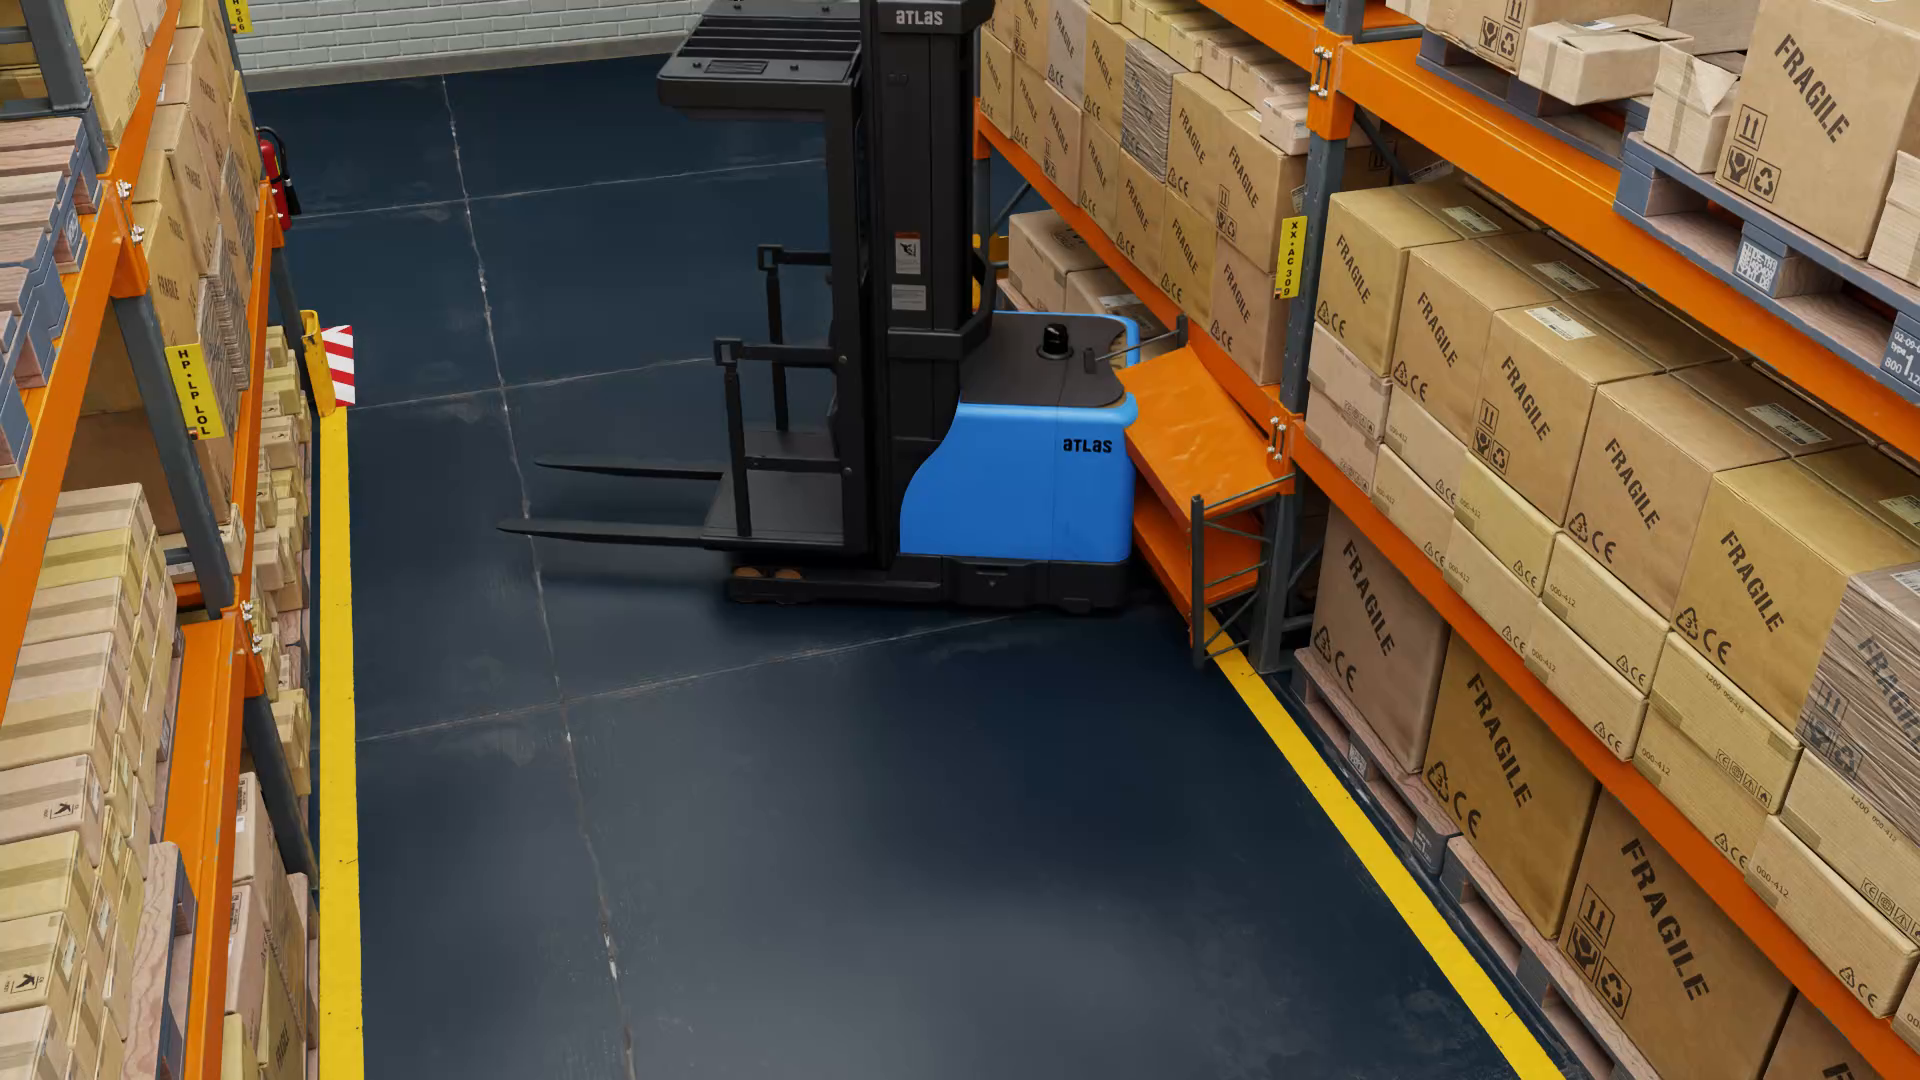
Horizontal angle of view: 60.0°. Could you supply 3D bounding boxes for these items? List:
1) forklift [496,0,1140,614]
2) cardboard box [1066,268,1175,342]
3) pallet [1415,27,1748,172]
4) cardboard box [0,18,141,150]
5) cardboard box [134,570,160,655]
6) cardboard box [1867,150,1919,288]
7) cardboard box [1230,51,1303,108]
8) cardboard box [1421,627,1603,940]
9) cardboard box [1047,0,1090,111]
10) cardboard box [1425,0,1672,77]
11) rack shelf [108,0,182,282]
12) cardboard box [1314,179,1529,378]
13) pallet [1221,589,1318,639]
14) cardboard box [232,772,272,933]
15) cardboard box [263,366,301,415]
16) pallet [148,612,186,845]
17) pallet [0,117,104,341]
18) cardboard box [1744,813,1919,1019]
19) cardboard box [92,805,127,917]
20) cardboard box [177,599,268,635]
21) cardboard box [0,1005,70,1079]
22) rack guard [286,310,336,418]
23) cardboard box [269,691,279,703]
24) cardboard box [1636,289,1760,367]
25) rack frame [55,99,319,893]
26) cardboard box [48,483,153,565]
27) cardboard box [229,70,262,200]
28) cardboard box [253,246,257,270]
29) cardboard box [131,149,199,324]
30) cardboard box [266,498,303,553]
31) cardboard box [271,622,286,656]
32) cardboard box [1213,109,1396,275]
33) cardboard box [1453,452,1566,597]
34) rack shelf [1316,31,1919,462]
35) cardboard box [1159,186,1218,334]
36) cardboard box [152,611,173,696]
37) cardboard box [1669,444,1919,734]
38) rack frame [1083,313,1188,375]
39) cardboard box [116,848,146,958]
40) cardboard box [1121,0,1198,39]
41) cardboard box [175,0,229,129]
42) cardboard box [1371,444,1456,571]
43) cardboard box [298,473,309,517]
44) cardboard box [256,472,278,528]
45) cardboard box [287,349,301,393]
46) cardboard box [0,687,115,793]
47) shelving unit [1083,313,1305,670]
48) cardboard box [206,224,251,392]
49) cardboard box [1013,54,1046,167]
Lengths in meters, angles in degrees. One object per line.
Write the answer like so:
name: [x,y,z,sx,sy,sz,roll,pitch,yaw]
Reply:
forklift: [-0.681,-1.206,7.417,3.031,2.935,1.130,3,34,4]
cardboard box: [1.141,-1.162,9.232,0.875,0.438,0.875,-9,35,-13]
pallet: [2.104,-1.463,5.197,0.805,0.209,1.217,-11,35,-17]
cardboard box: [-2.796,-1.356,4.996,0.500,0.250,0.500,-8,34,-12]
cardboard box: [-2.515,0.240,4.743,0.380,0.149,0.250,-10,35,-14]
cardboard box: [2.244,-0.700,3.608,0.396,0.266,0.258,-11,35,-16]
cardboard box: [1.336,-1.892,6.806,0.380,0.149,0.250,-10,35,-15]
cardboard box: [2.325,0.731,5.969,0.875,0.875,0.875,-9,35,-13]
cardboard box: [0.761,-2.485,8.292,0.500,0.500,0.500,-10,35,-15]
cardboard box: [1.770,-1.722,4.942,0.500,0.500,0.500,-11,35,-16]
rack shelf: [-3.516,-1.881,6.307,1.077,0.370,4.000,-10,35,-15]
cardboard box: [1.638,-0.944,5.961,0.500,0.500,0.500,-10,35,-14]
pallet: [1.620,-0.014,8.080,1.003,0.211,1.213,-10,35,-15]
cardboard box: [-2.438,1.024,5.186,0.500,0.250,0.500,-11,35,-16]
cardboard box: [-3.502,-0.722,8.287,0.380,0.149,0.250,-11,35,-16]
pallet: [-2.812,0.626,4.755,1.003,0.211,1.213,-10,35,-15]
pallet: [-2.819,-0.710,4.054,1.213,0.211,1.003,-10,35,-15]
cardboard box: [2.425,0.910,4.288,0.500,0.250,0.500,-9,35,-14]
cardboard box: [-2.191,0.793,3.906,0.380,0.149,0.250,-10,35,-15]
cardboard box: [-2.966,0.392,6.602,0.380,0.149,0.250,-10,35,-15]
cardboard box: [-1.962,1.076,3.208,0.380,0.149,0.250,-8,34,-13]
rack guard: [-4.103,-0.897,9.154,1.175,0.500,0.348,-10,35,-15]
cardboard box: [-2.875,0.649,6.483,0.380,0.149,0.250,-10,35,-14]
cardboard box: [2.453,-0.492,5.275,0.500,0.500,0.500,-9,35,-13]
rack frame: [-2.906,0.121,5.347,1.000,3.000,0.127,-10,35,-15]
cardboard box: [-2.598,-0.020,4.867,0.380,0.149,0.250,-8,34,-13]
cardboard box: [-3.744,-1.953,8.124,0.500,0.500,0.500,-9,35,-14]
cardboard box: [-3.527,-1.355,7.808,0.380,0.149,0.250,-9,35,-13]
cardboard box: [-2.984,-1.010,5.790,0.500,0.500,0.500,-11,35,-16]
cardboard box: [-3.192,-0.040,7.526,0.380,0.149,0.250,-10,35,-14]
cardboard box: [-3.043,0.503,6.973,0.380,0.149,0.250,-11,35,-16]
cardboard box: [1.370,-1.425,6.688,0.500,0.500,0.500,-10,35,-15]
cardboard box: [1.957,-0.094,5.354,0.500,0.250,0.500,-10,35,-14]
rack shelf: [2.387,-0.666,4.469,1.077,0.370,4.000,-10,35,-15]
cardboard box: [1.230,-1.276,7.370,0.500,0.500,0.500,-11,35,-16]
cardboard box: [-2.517,0.362,4.829,0.380,0.149,0.250,-10,35,-14]
cardboard box: [2.281,0.119,4.351,0.500,0.500,0.500,-10,35,-15]
rack frame: [0.833,-0.532,7.726,0.500,1.125,0.032,-20,48,-10]
cardboard box: [-2.196,0.909,4.001,0.380,0.149,0.250,-9,34,-13]
cardboard box: [0.961,-2.411,7.592,0.380,0.149,0.250,-10,35,-15]
cardboard box: [-3.595,-2.098,7.437,0.500,0.500,0.500,-11,35,-16]
cardboard box: [1.819,-0.155,5.901,0.500,0.250,0.500,-11,35,-16]
cardboard box: [-3.368,-0.202,8.040,0.380,0.149,0.250,-12,35,-17]
cardboard box: [-3.266,-0.154,7.427,0.380,0.149,0.250,-10,35,-14]
cardboard box: [-3.694,-0.860,8.766,0.380,0.149,0.250,-11,35,-16]
cardboard box: [-2.286,0.524,4.043,0.380,0.149,0.250,-11,35,-16]
shelving unit: [1.023,-0.200,7.392,0.538,1.125,1.048,-20,48,-10]
cardboard box: [-3.094,-0.877,6.495,0.500,0.500,0.500,-11,35,-16]
cardboard box: [0.611,-2.346,8.988,0.500,0.500,0.500,-10,35,-15]
